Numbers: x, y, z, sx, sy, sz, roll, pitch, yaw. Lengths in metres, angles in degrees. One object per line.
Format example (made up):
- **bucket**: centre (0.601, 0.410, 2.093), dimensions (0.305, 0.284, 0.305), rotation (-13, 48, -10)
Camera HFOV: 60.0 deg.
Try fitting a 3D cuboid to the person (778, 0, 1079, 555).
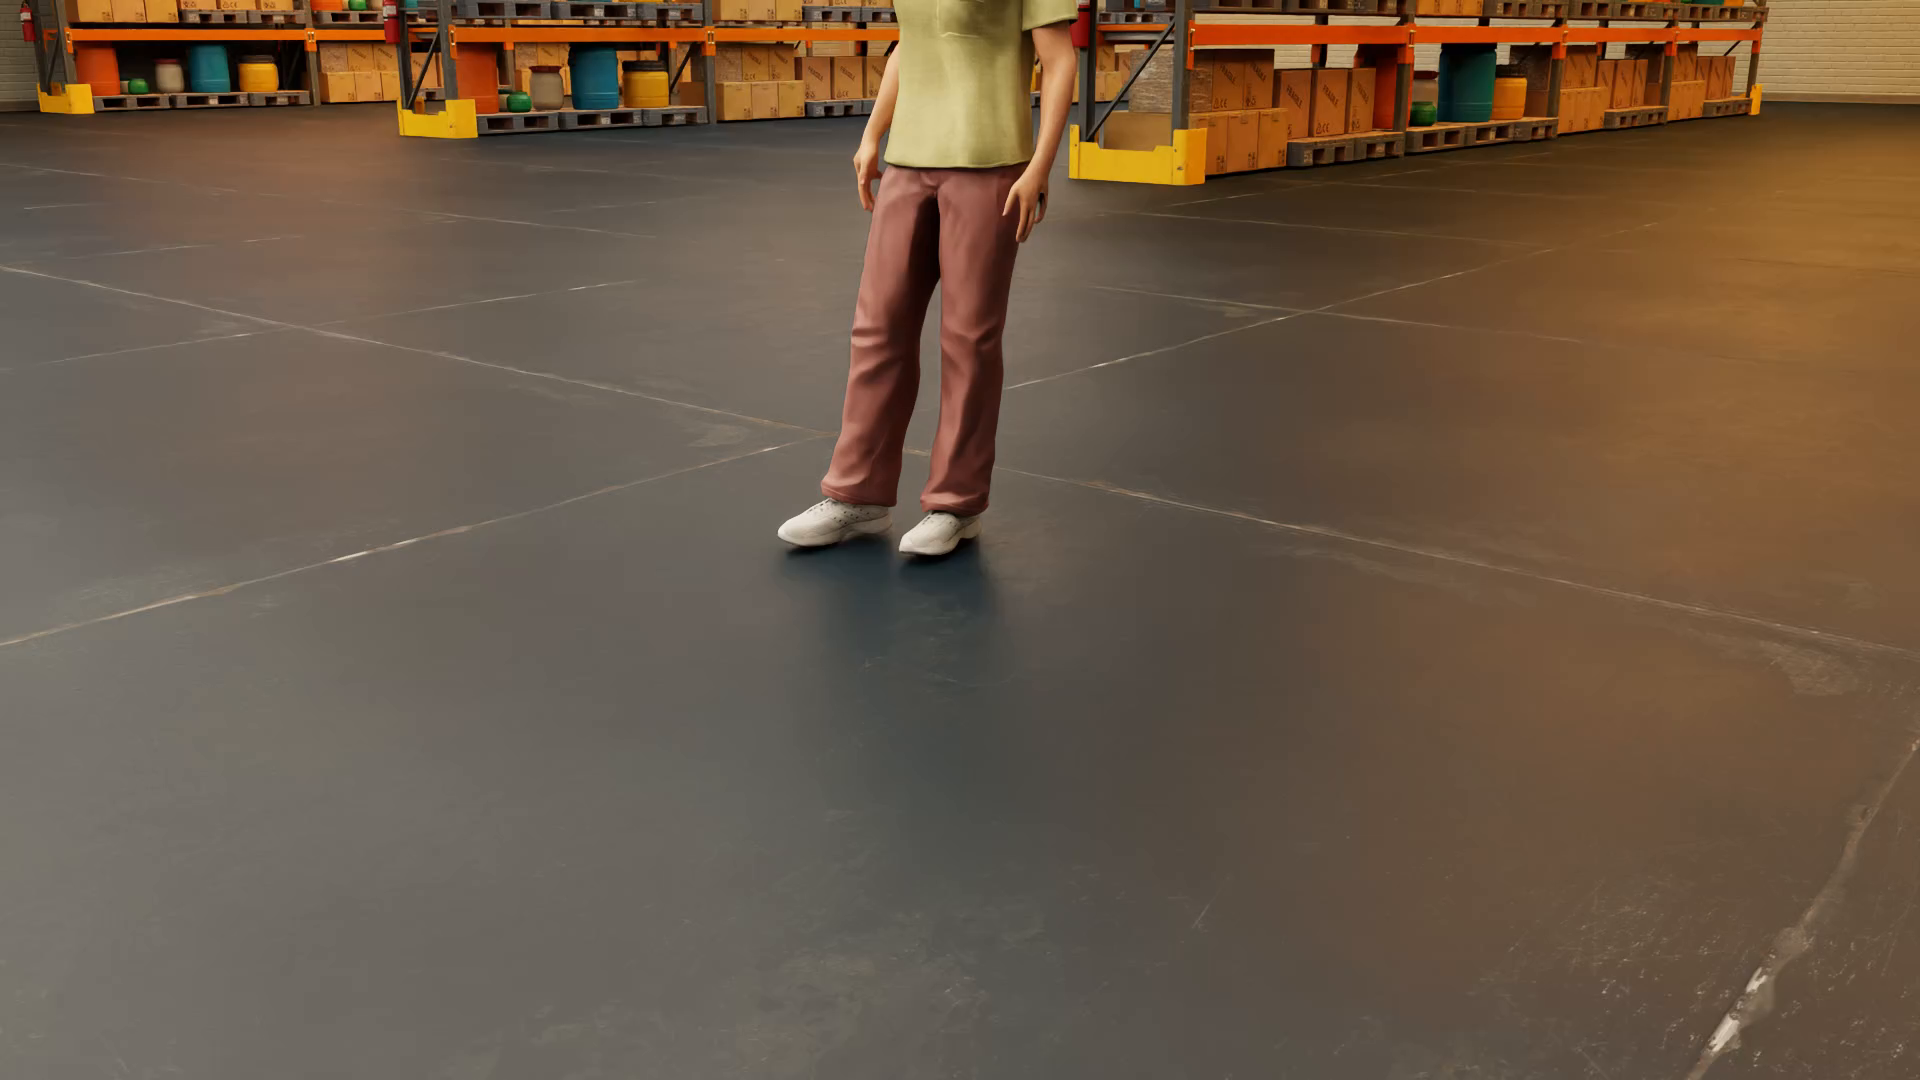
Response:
- **person**: centre (-0.056, -0.794, 3.649), dimensions (0.553, 1.673, 0.548), rotation (13, 21, 37)
